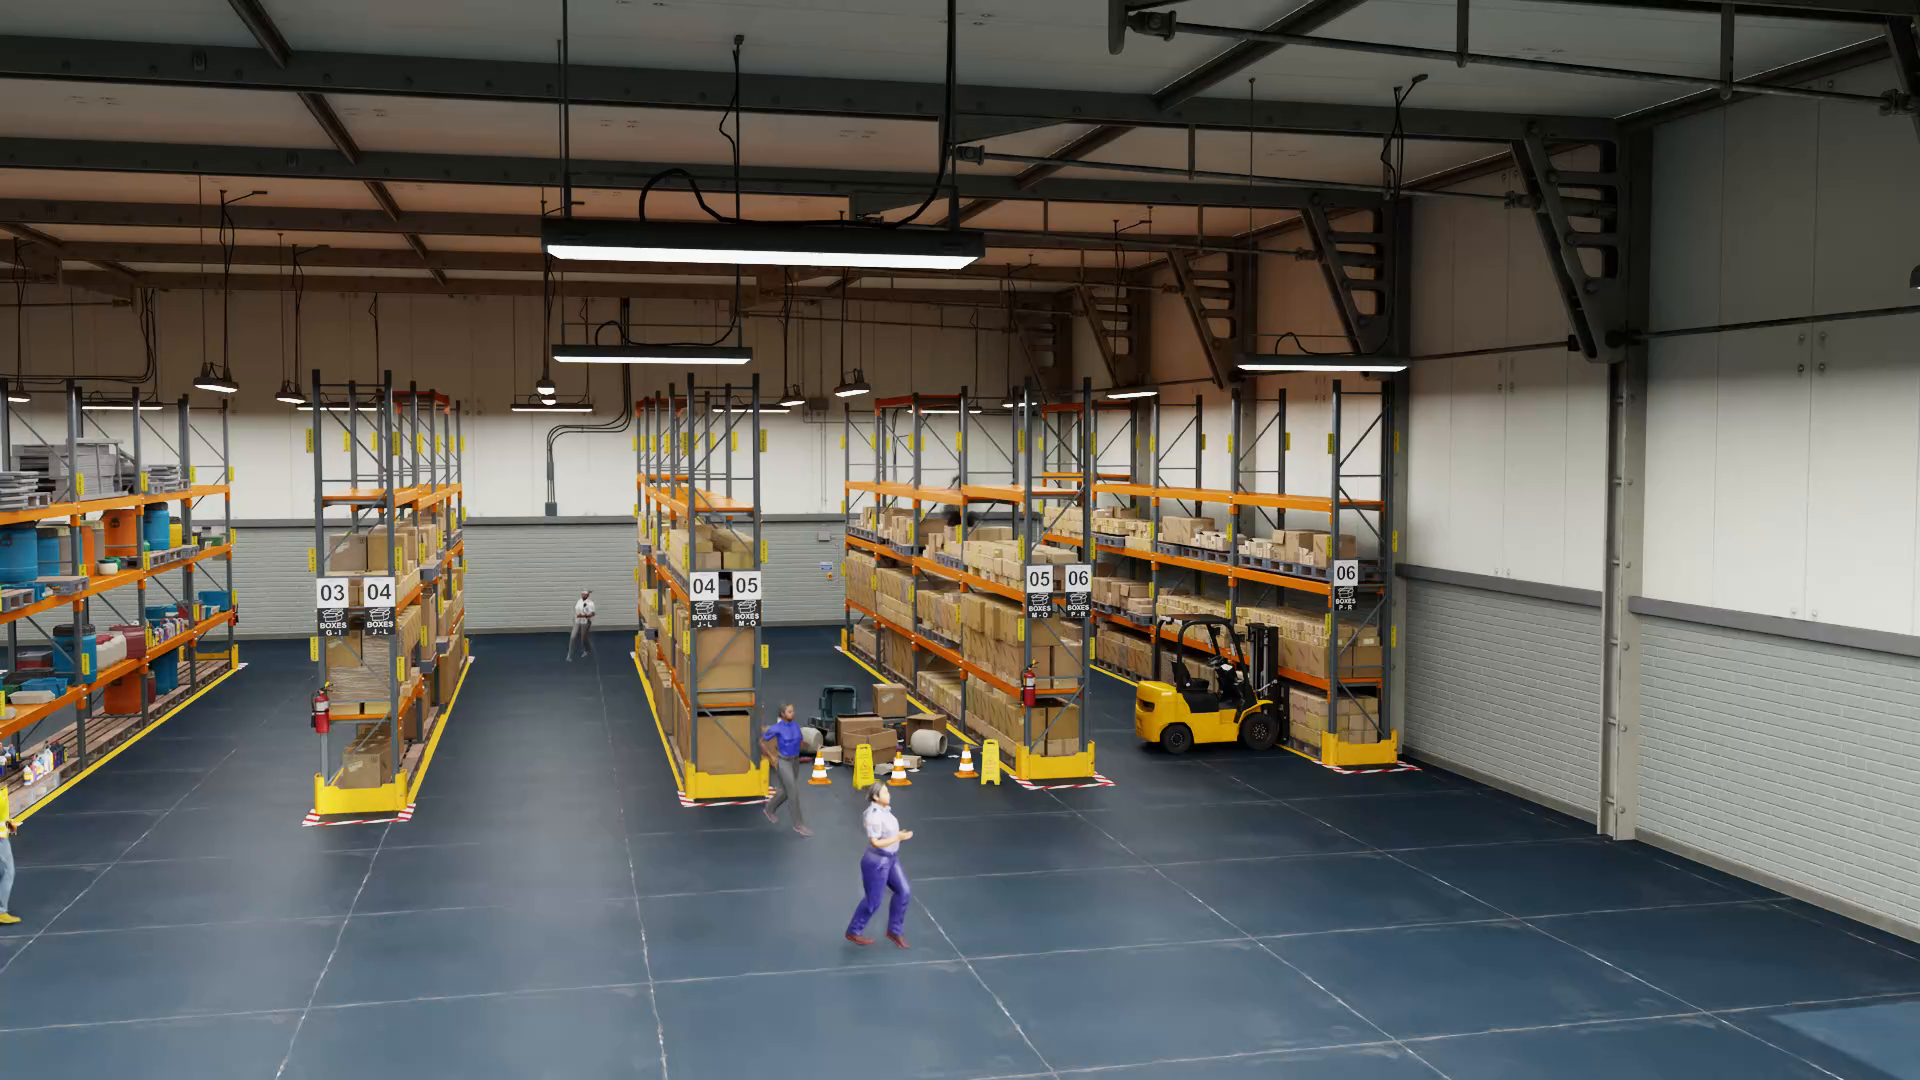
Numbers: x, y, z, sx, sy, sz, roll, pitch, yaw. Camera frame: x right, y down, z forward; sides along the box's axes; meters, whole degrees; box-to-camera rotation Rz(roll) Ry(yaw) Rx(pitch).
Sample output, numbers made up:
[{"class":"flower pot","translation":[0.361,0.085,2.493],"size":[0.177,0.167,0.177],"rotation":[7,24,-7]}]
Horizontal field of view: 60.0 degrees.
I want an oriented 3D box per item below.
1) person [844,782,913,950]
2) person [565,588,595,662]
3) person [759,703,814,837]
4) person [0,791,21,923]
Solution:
[{"class":"person","translation":[-0.788,3.235,16.438],"size":[0.708,1.704,0.585],"rotation":[1,3,16]},{"class":"person","translation":[-8.697,1.946,38.457],"size":[0.590,1.682,0.879],"rotation":[1,3,15]},{"class":"person","translation":[-2.219,2.916,21.377],"size":[0.908,1.656,0.569],"rotation":[2,4,33]},{"class":"person","translation":[-10.191,3.133,17.364],"size":[0.787,1.735,0.698],"rotation":[0,3,7]}]
